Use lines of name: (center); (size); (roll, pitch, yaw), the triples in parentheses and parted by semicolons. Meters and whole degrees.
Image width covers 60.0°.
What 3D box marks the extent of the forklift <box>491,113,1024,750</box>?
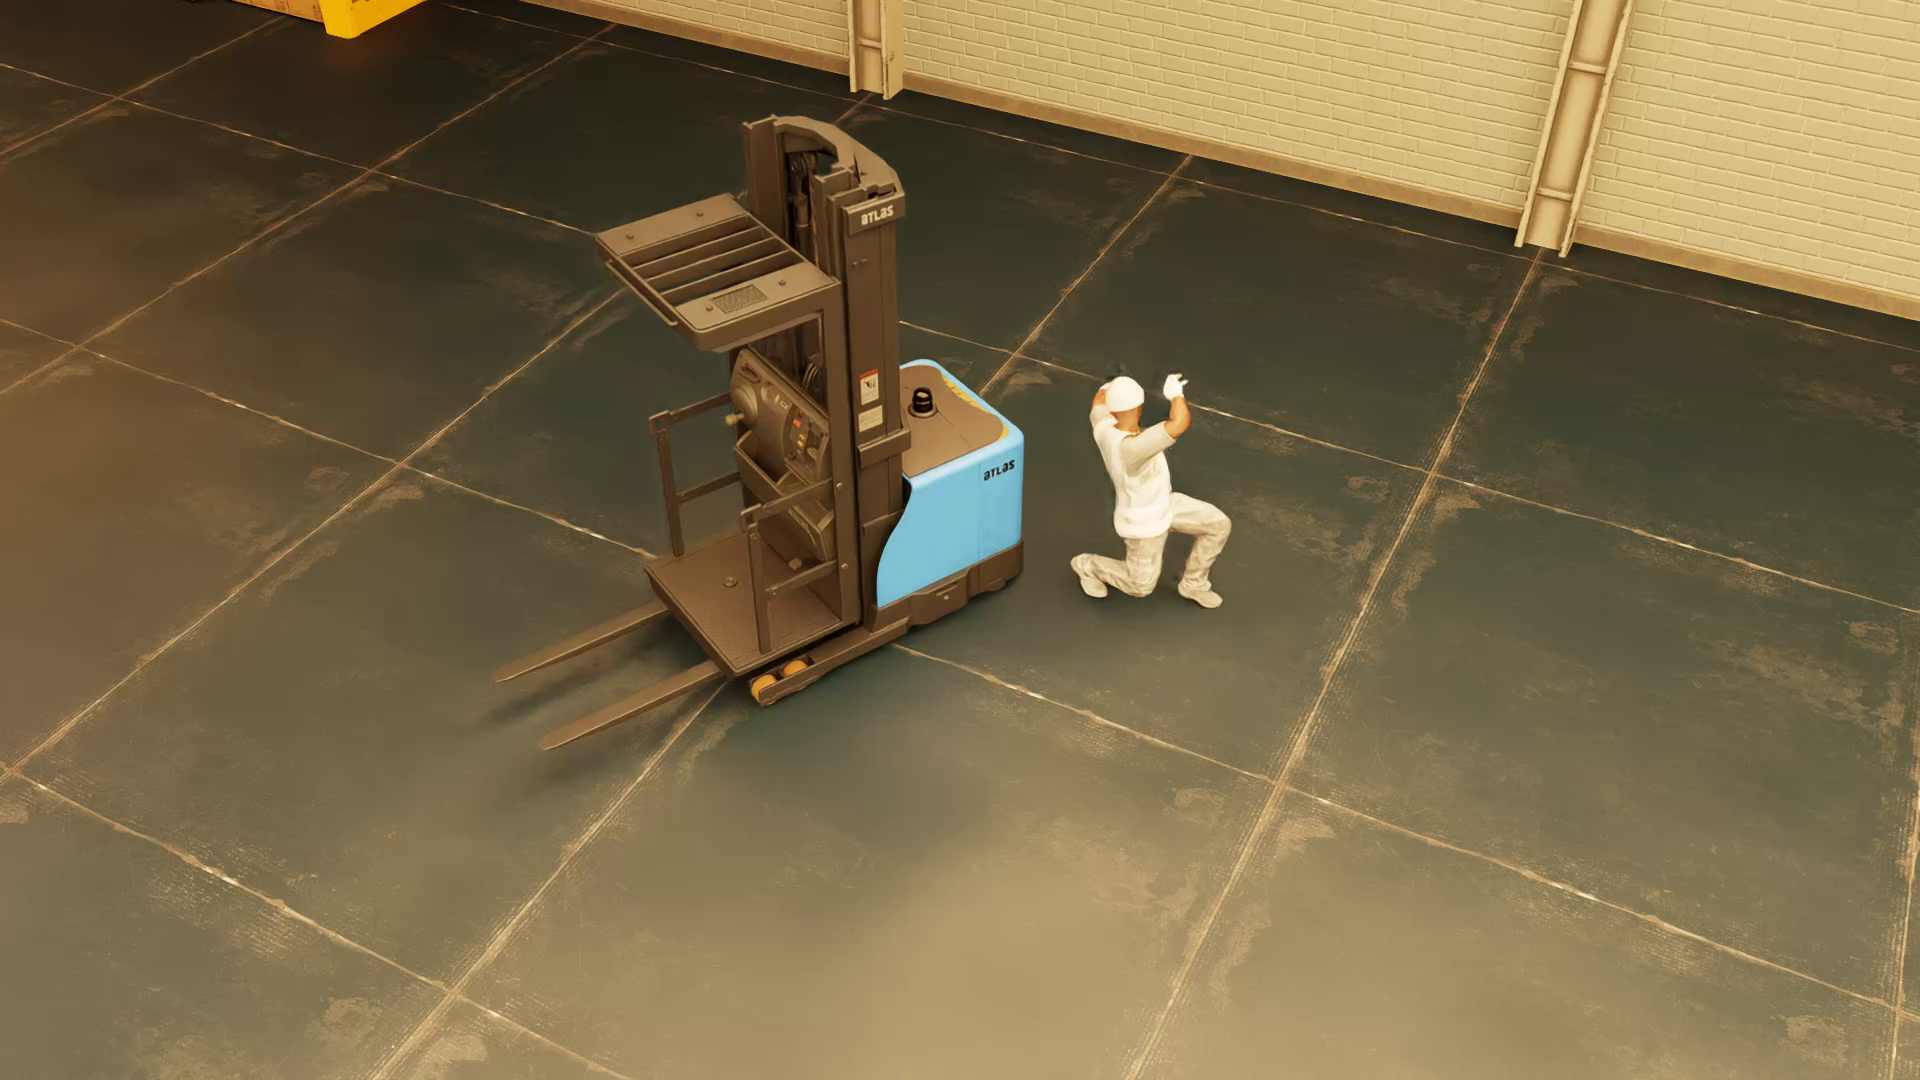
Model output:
forklift: (-1.122, -0.600, 8.699); (3.031, 2.935, 1.130); (-25, 46, -26)

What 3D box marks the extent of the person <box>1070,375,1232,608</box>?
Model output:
person: (1.149, -0.387, 9.579); (0.916, 1.483, 1.067); (9, 41, 10)
